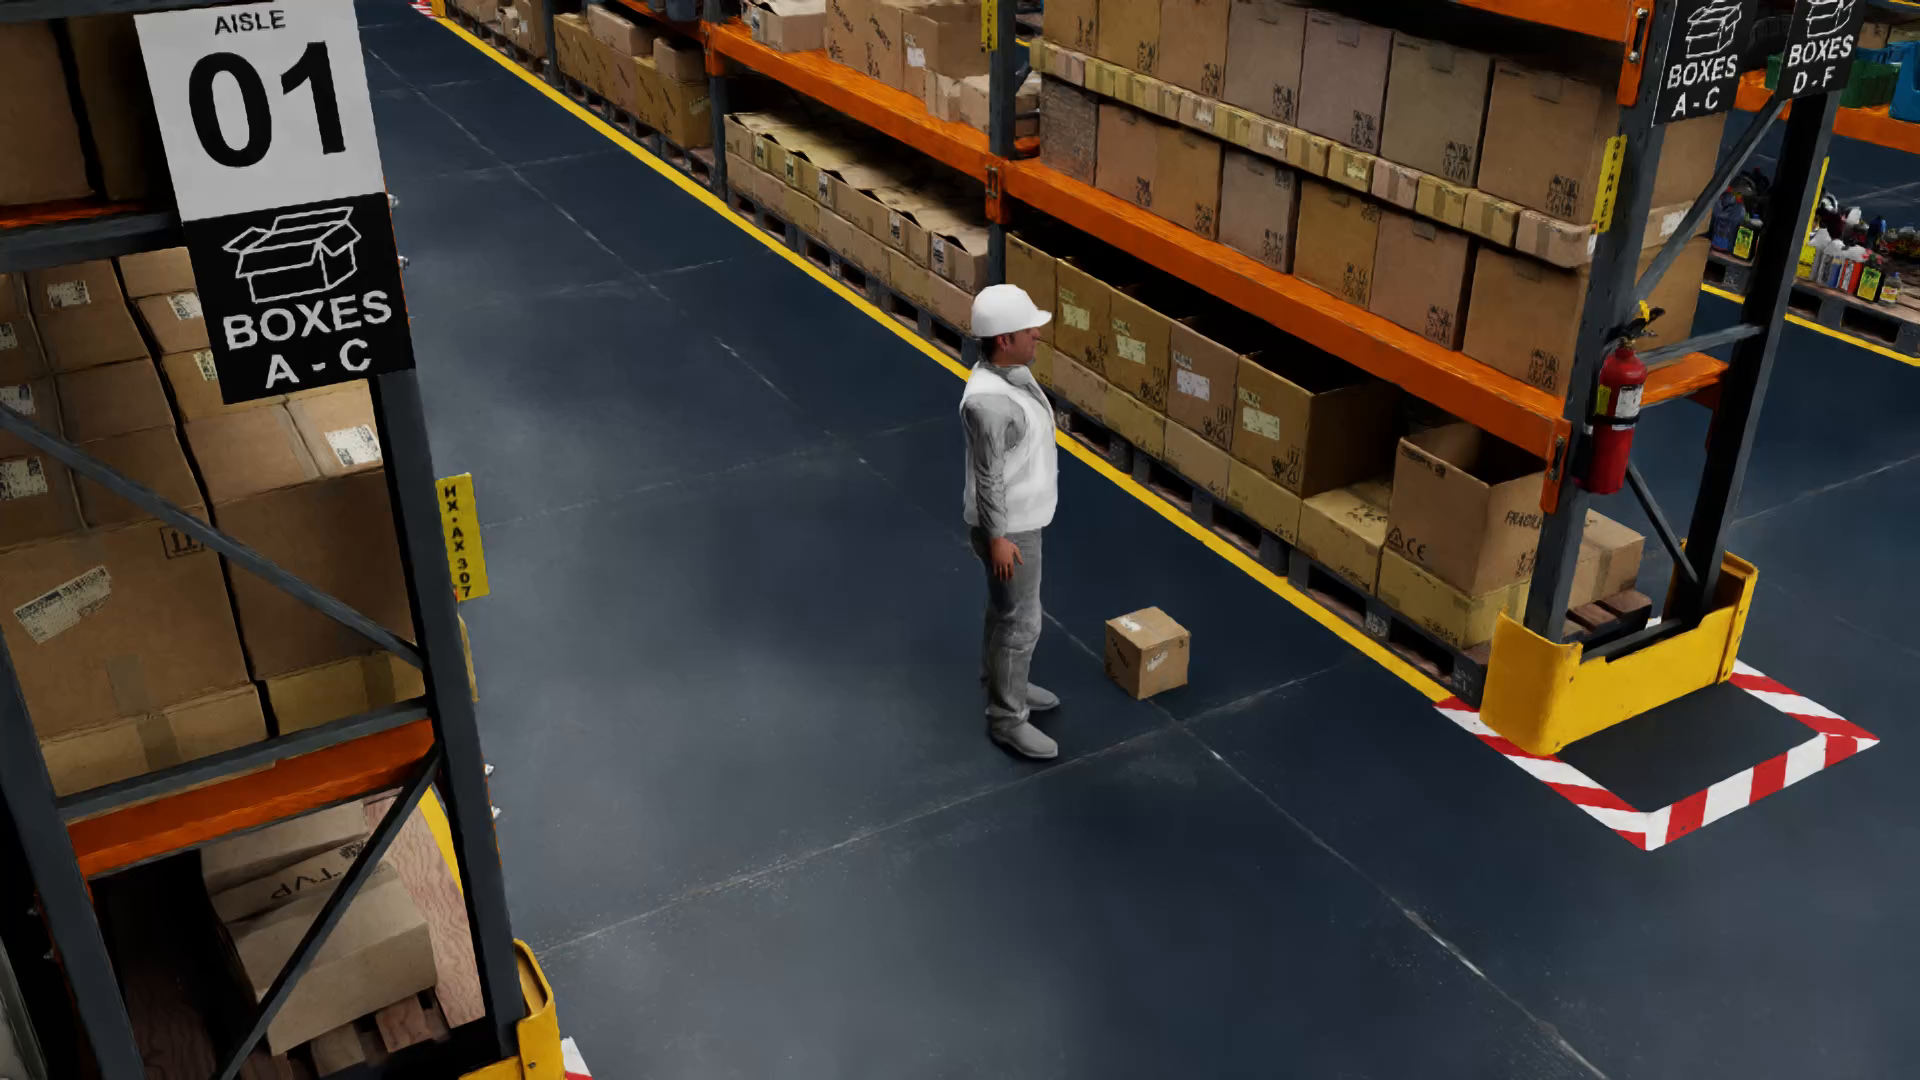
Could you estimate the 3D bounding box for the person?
[{"bbox_3d":[0.208,-0.091,6.245,0.403,1.779,0.658,3,29,5],"label":"person"}]
